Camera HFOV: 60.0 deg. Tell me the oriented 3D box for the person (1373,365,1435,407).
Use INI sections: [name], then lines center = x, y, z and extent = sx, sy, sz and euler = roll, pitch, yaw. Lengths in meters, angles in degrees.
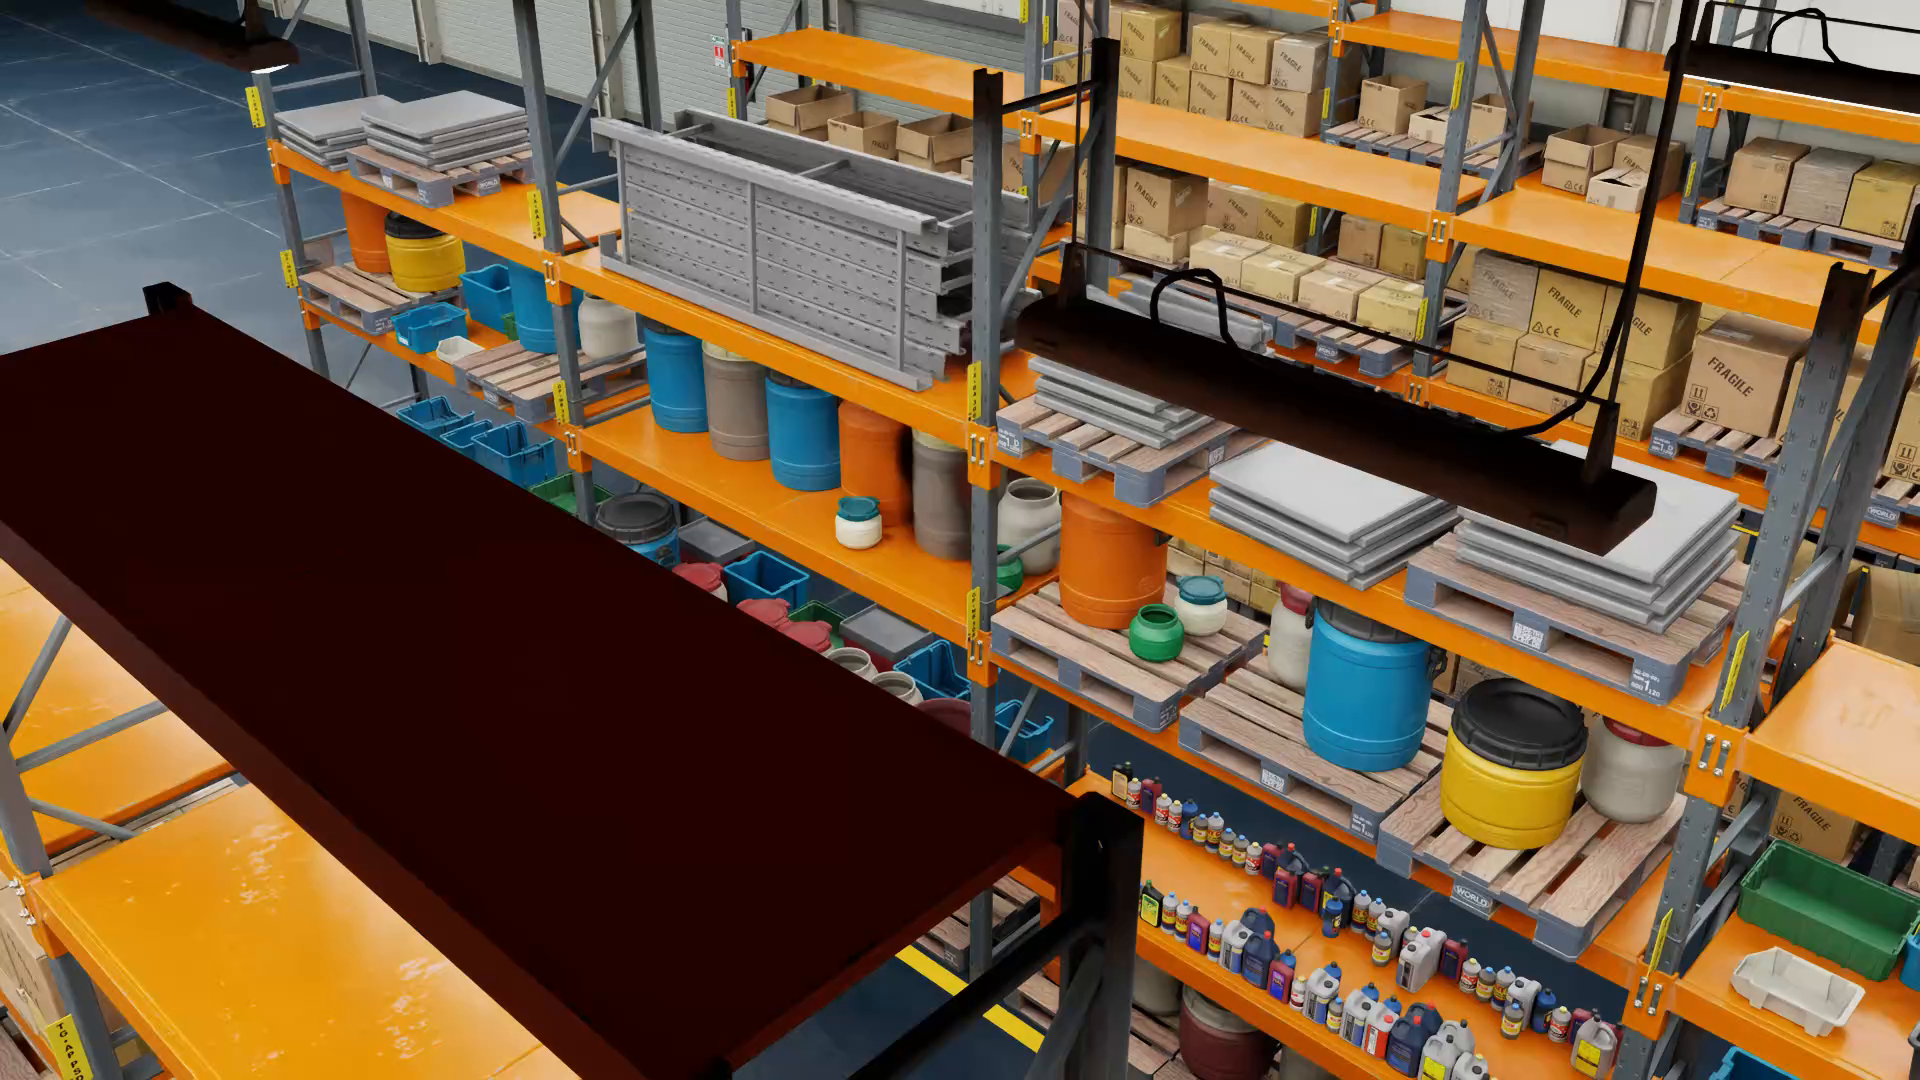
[person]
center = 4.596, -1.485, 17.212
extent = 0.548, 1.699, 0.531
euler = -10, 31, -18
